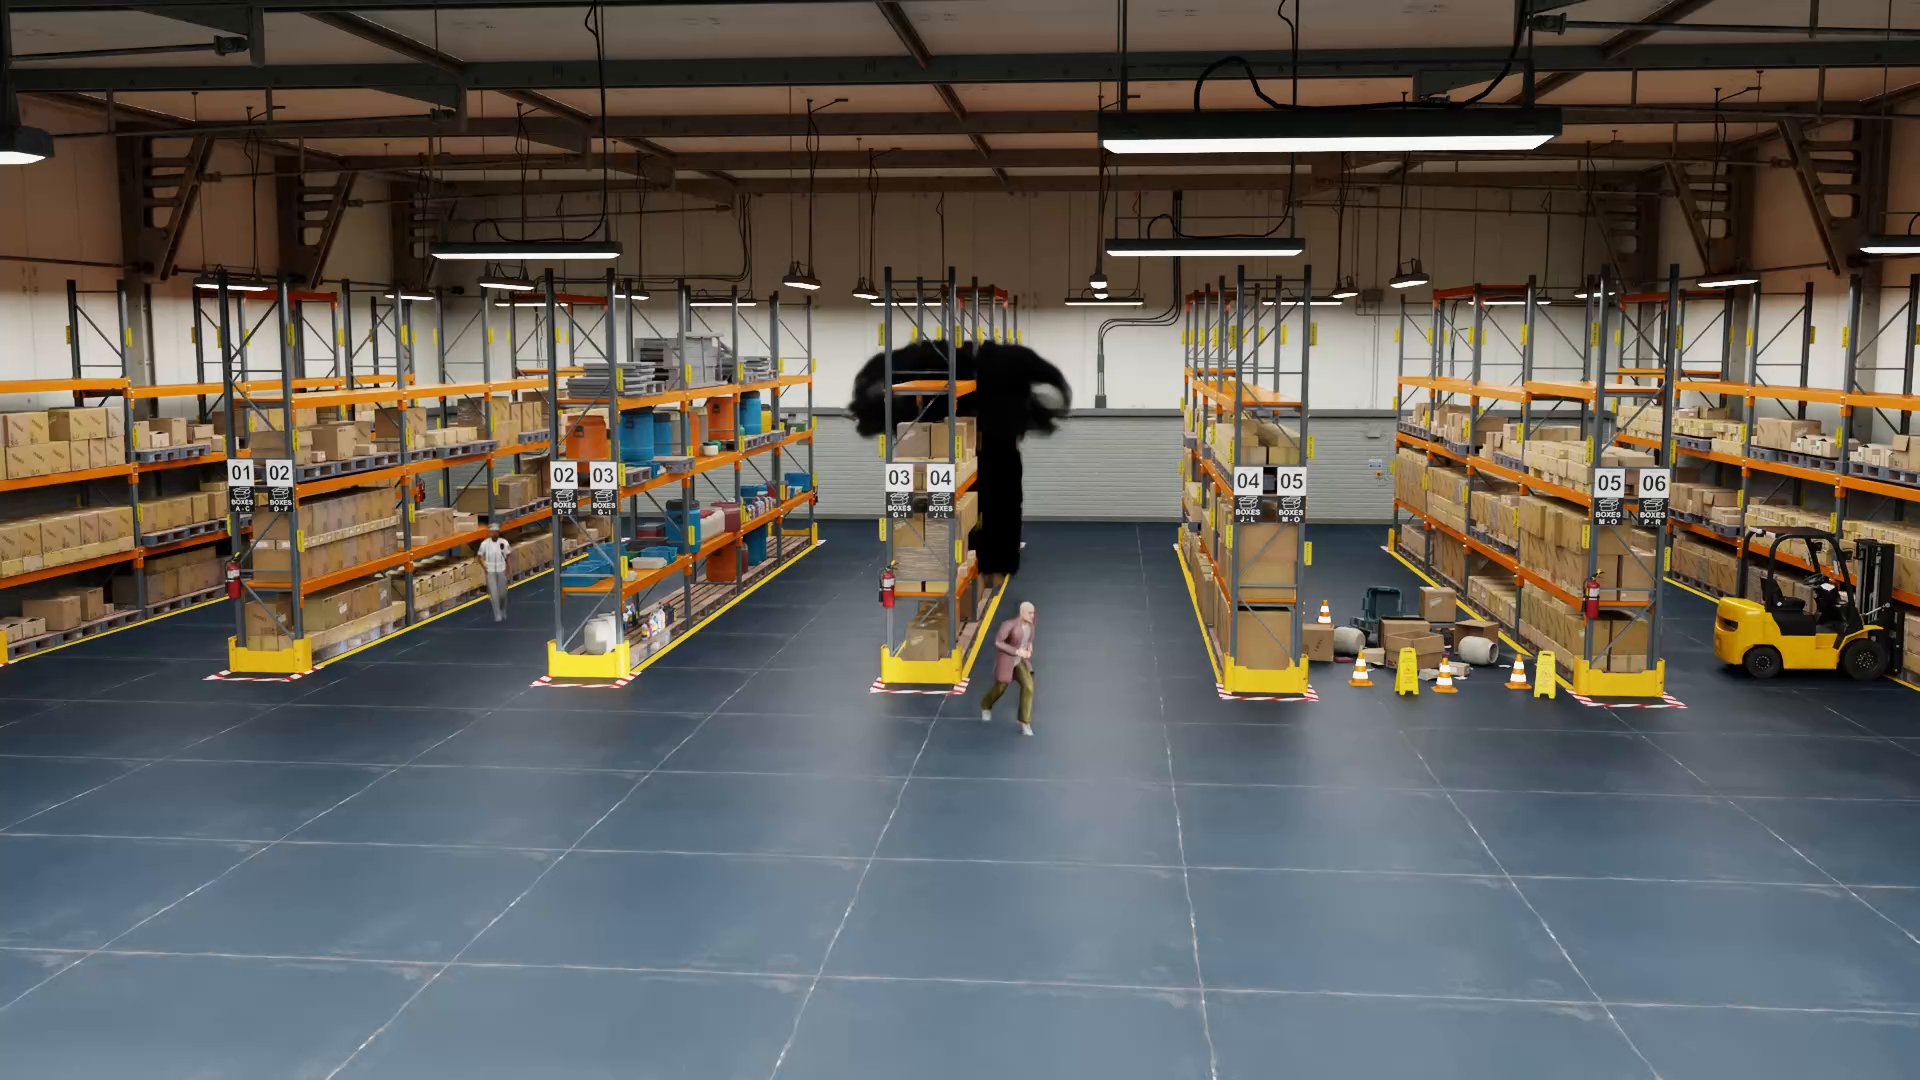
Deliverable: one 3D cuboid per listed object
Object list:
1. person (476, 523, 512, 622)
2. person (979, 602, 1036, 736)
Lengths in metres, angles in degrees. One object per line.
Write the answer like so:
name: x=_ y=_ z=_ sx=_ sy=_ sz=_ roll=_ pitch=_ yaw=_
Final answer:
person: x=-7.782 y=0.536 z=27.822 sx=0.583 sy=1.671 sz=0.520 roll=-2 pitch=7 yaw=-17
person: x=0.603 y=1.608 z=21.315 sx=0.753 sy=1.747 sz=1.048 roll=-6 pitch=9 yaw=-40
